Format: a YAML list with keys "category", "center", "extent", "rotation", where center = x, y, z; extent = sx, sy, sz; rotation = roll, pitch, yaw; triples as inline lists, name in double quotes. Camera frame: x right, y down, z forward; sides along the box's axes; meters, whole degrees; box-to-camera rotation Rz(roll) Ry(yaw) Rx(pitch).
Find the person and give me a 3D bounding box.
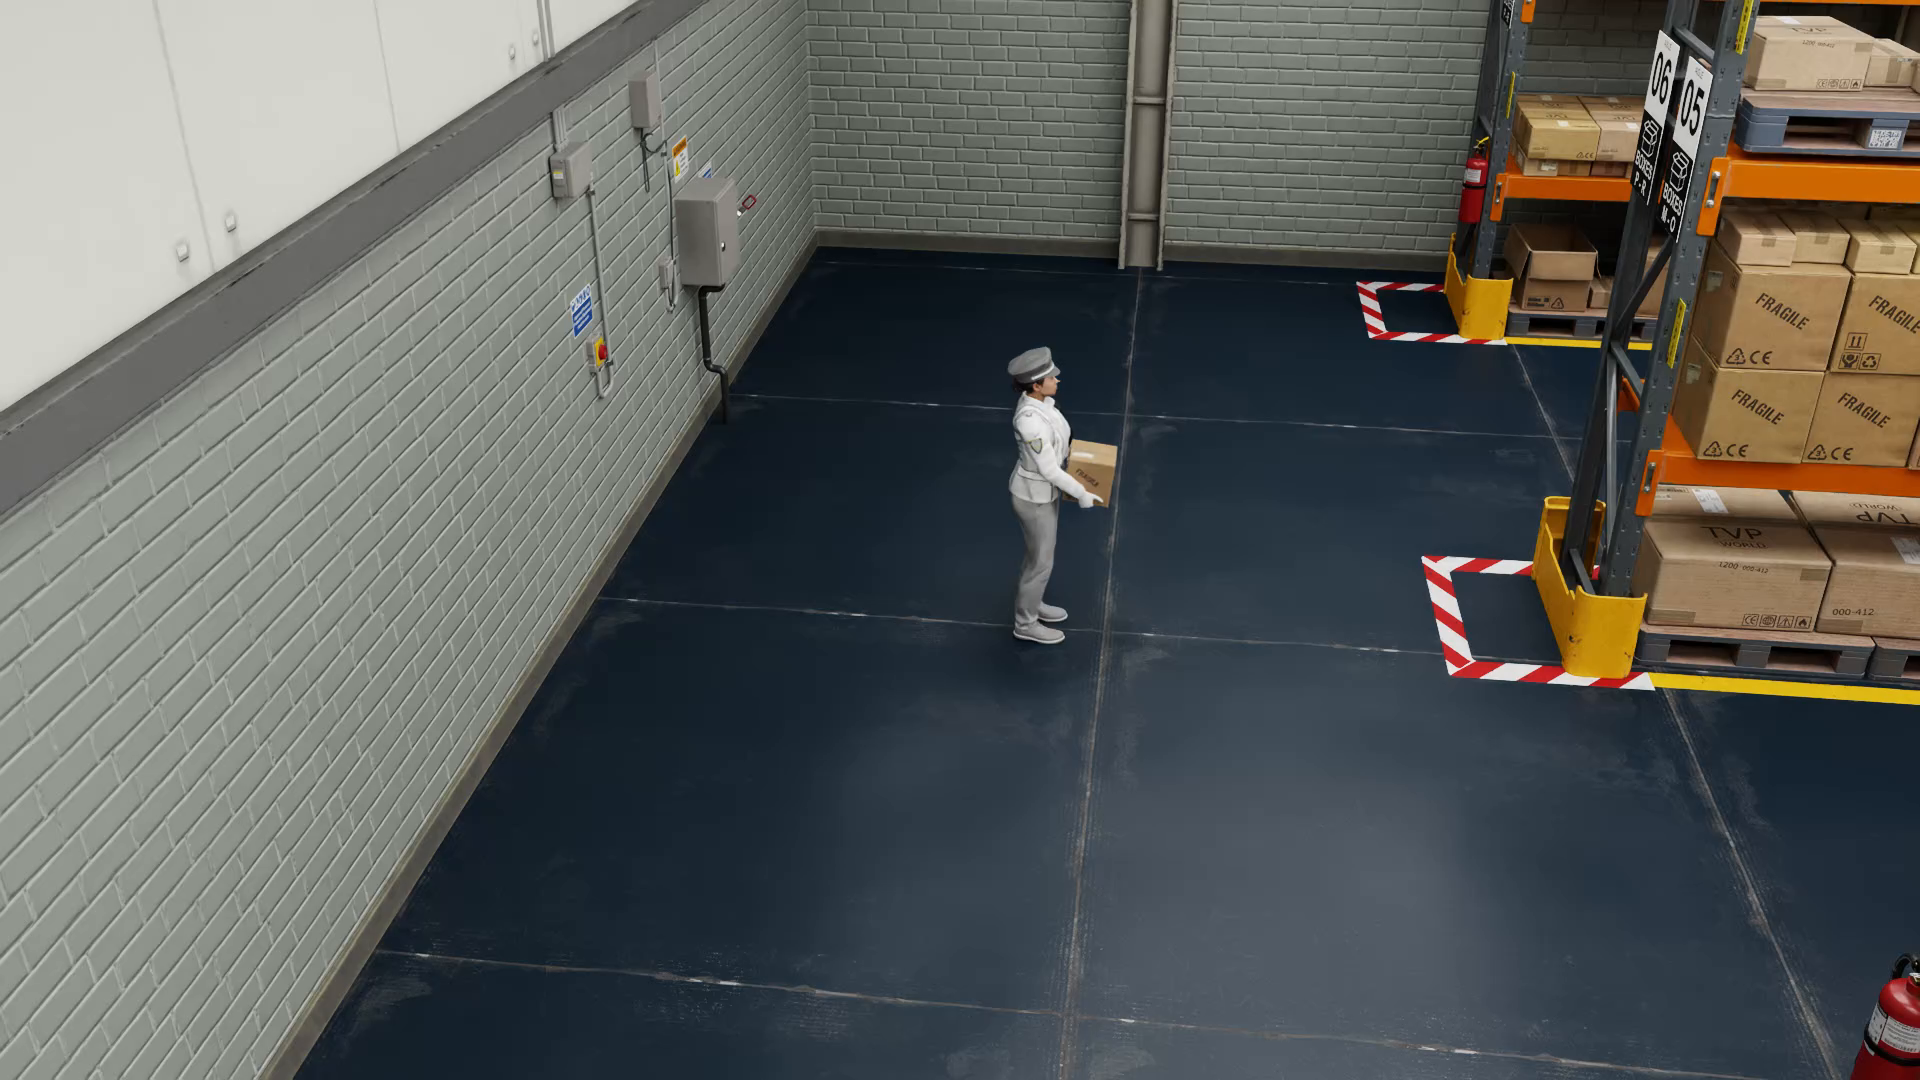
- category: "person"
  center: [0.514, -0.239, 9.041]
  extent: [0.535, 1.691, 0.453]
  rotation: [3, 29, 6]
